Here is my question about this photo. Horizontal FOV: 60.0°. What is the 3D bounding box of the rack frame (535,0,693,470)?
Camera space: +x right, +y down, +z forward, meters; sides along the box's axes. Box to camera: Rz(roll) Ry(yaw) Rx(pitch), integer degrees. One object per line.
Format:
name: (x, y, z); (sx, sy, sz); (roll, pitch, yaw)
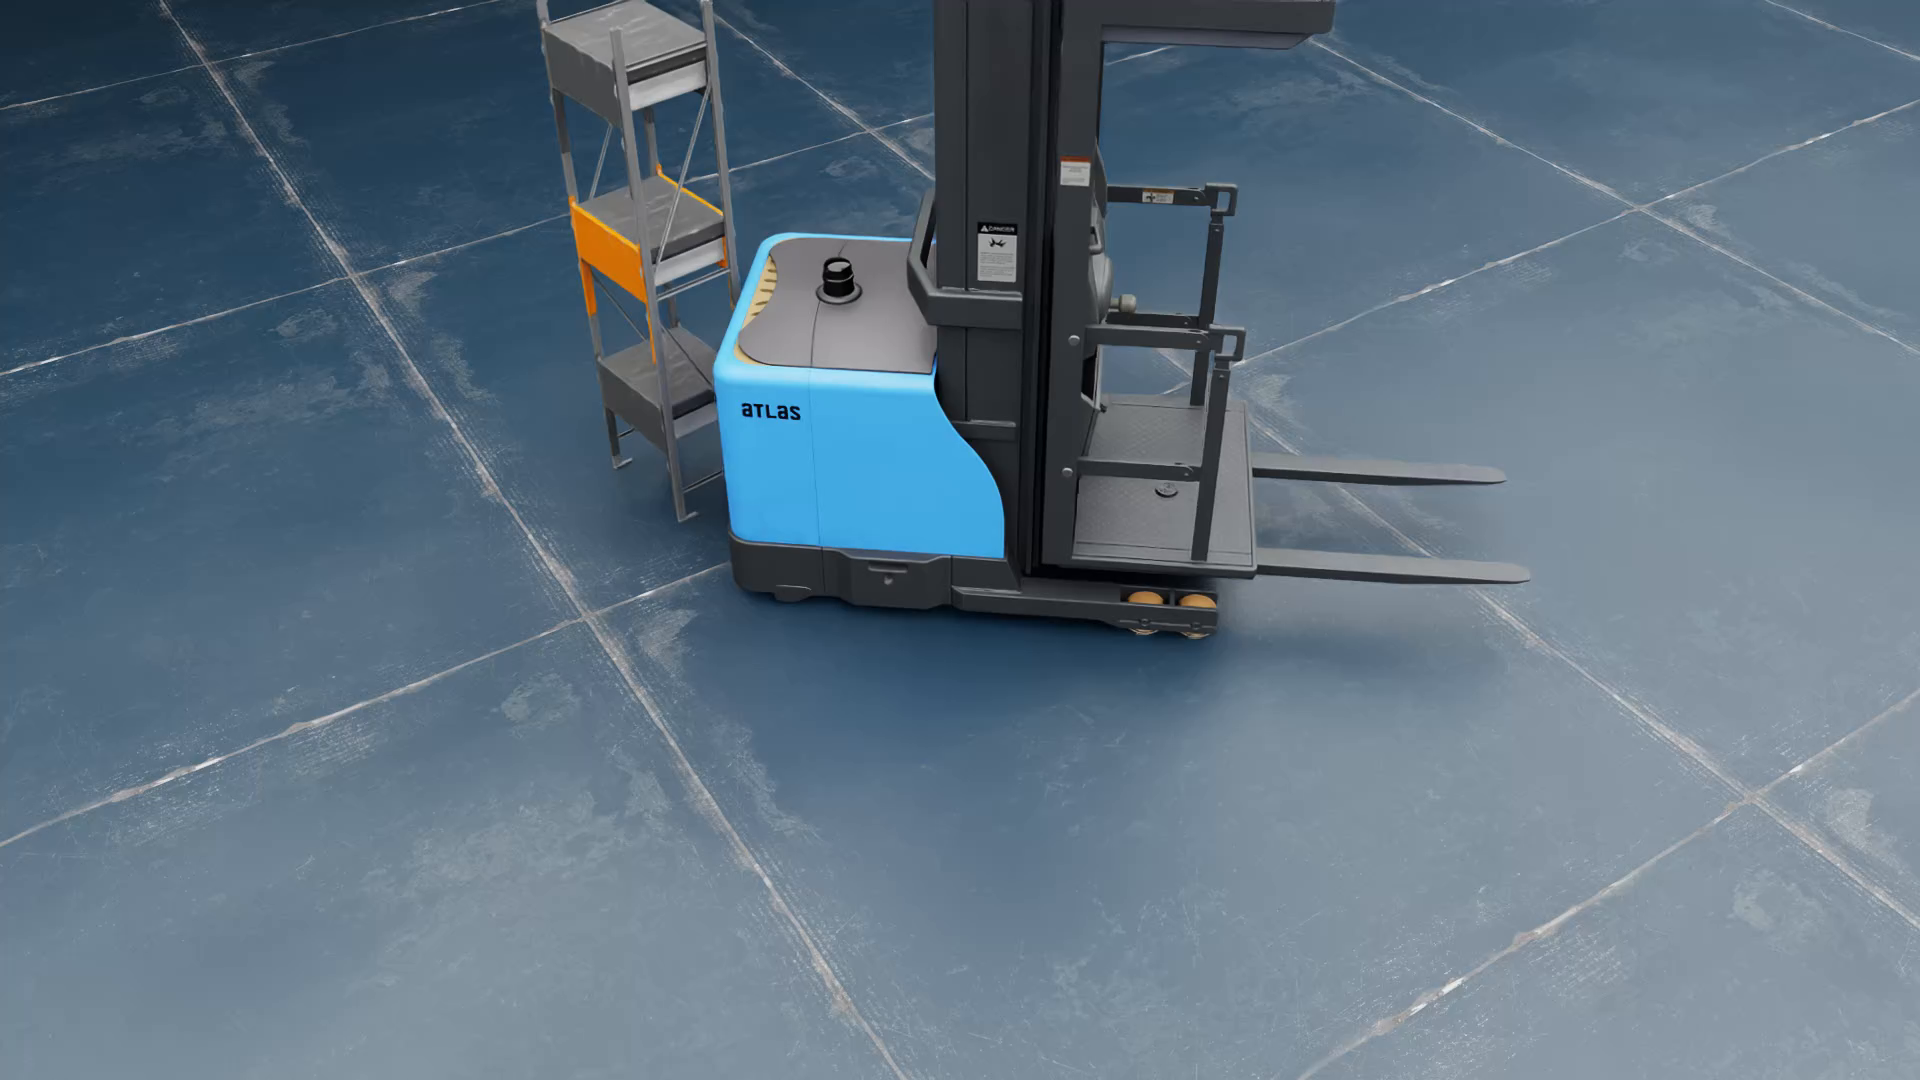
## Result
rack frame: (-1.328, -1.196, 6.545); (0.400, 2.100, 0.015); (-30, 48, -31)

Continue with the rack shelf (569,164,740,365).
rack shelf: (-1.167, -1.068, 6.413); (0.431, 0.518, 0.480); (-30, 48, -31)

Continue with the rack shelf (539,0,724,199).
rack shelf: (-1.167, -1.606, 5.965); (0.431, 0.518, 0.480); (-30, 48, -31)

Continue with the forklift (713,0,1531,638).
forklift: (0.664, -1.115, 5.799); (3.031, 2.935, 1.130); (4, 40, 4)

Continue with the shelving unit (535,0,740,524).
shelving unit: (-1.167, -1.079, 6.404); (0.431, 2.100, 0.503); (-30, 48, -31)

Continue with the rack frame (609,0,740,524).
rack frame: (-1.005, -0.962, 6.264); (0.400, 2.100, 0.015); (-30, 48, -31)

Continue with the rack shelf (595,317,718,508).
rack shelf: (-1.167, -0.530, 6.861); (0.431, 0.518, 0.480); (-30, 48, -31)
